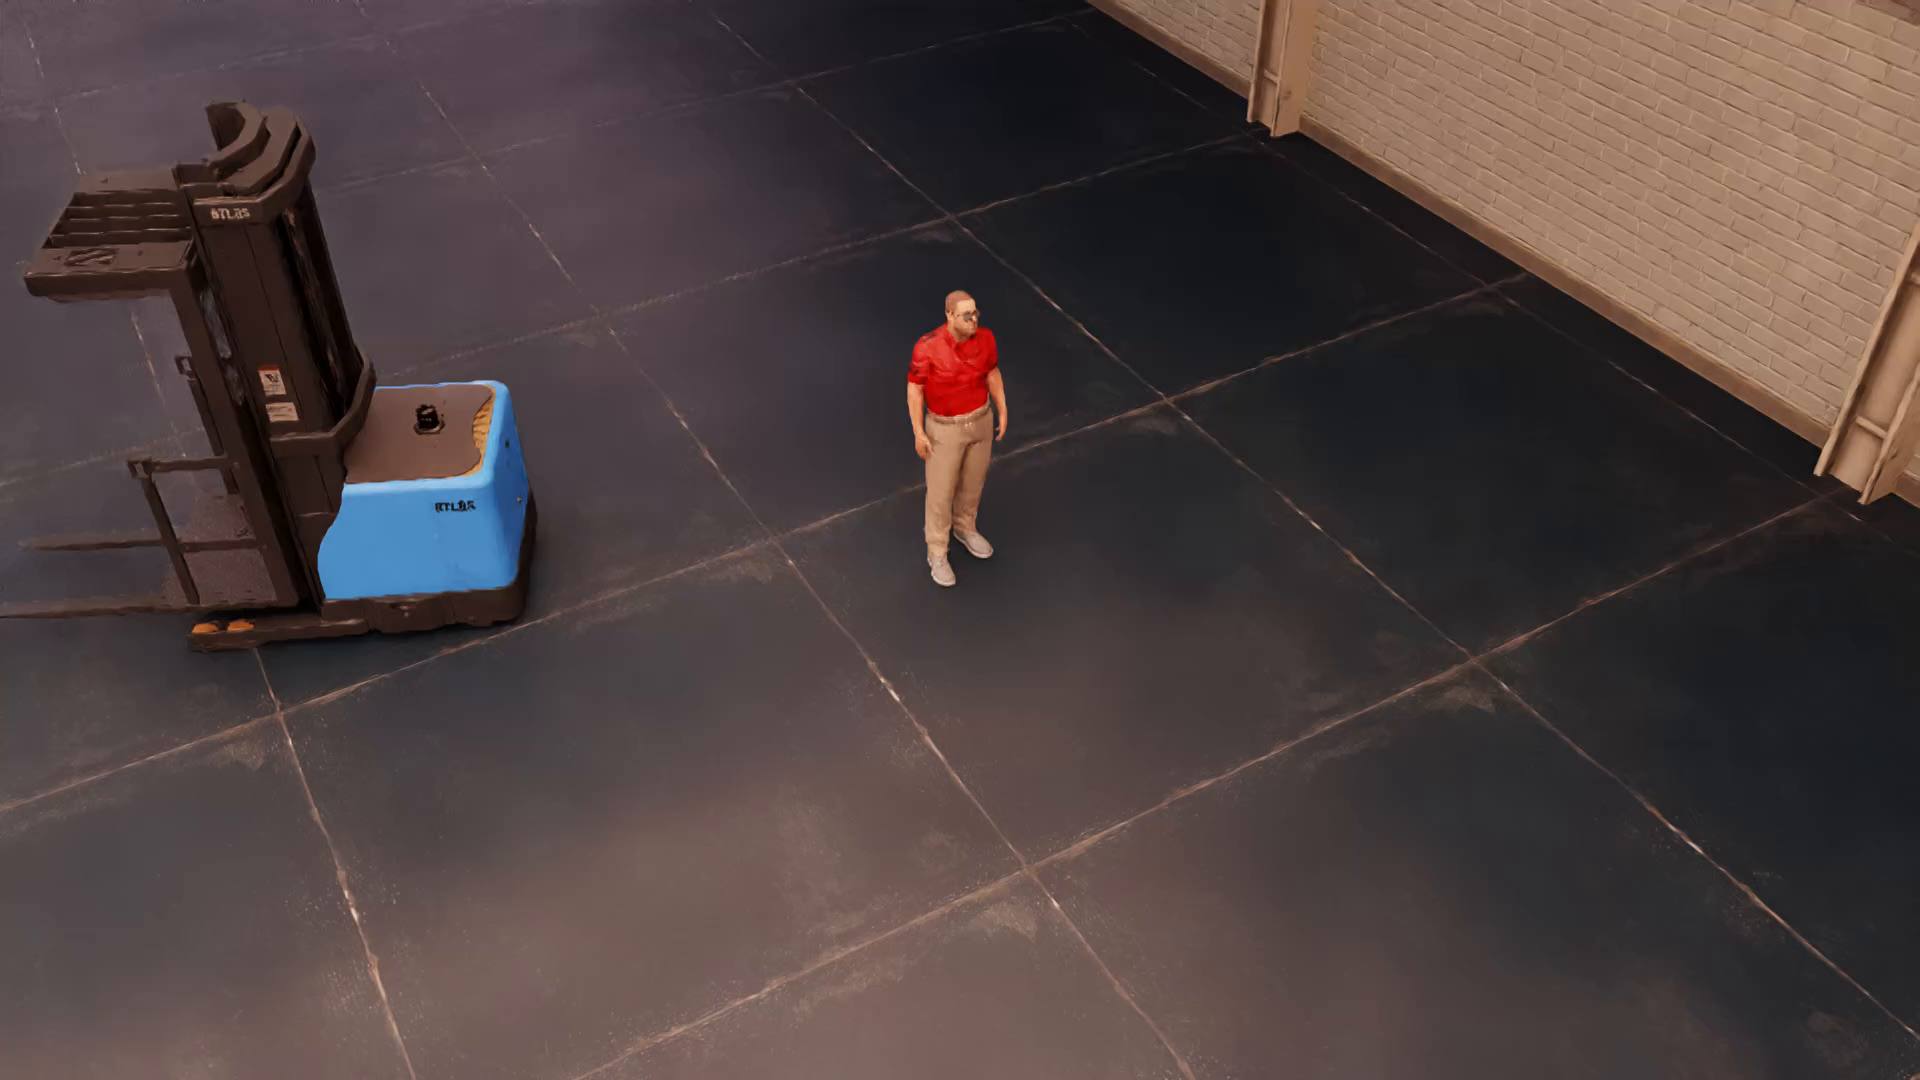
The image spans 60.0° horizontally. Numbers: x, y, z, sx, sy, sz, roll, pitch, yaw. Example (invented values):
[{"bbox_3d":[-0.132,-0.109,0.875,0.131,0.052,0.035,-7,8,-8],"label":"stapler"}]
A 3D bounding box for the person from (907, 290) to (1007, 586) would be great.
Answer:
[{"bbox_3d":[0.039,-0.613,9.706,0.640,1.726,0.534,-20,44,-23],"label":"person"}]

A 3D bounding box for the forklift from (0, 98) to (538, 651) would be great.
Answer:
[{"bbox_3d":[-4.100,-0.844,9.054,3.031,2.935,1.130,-4,40,-5],"label":"forklift"}]
